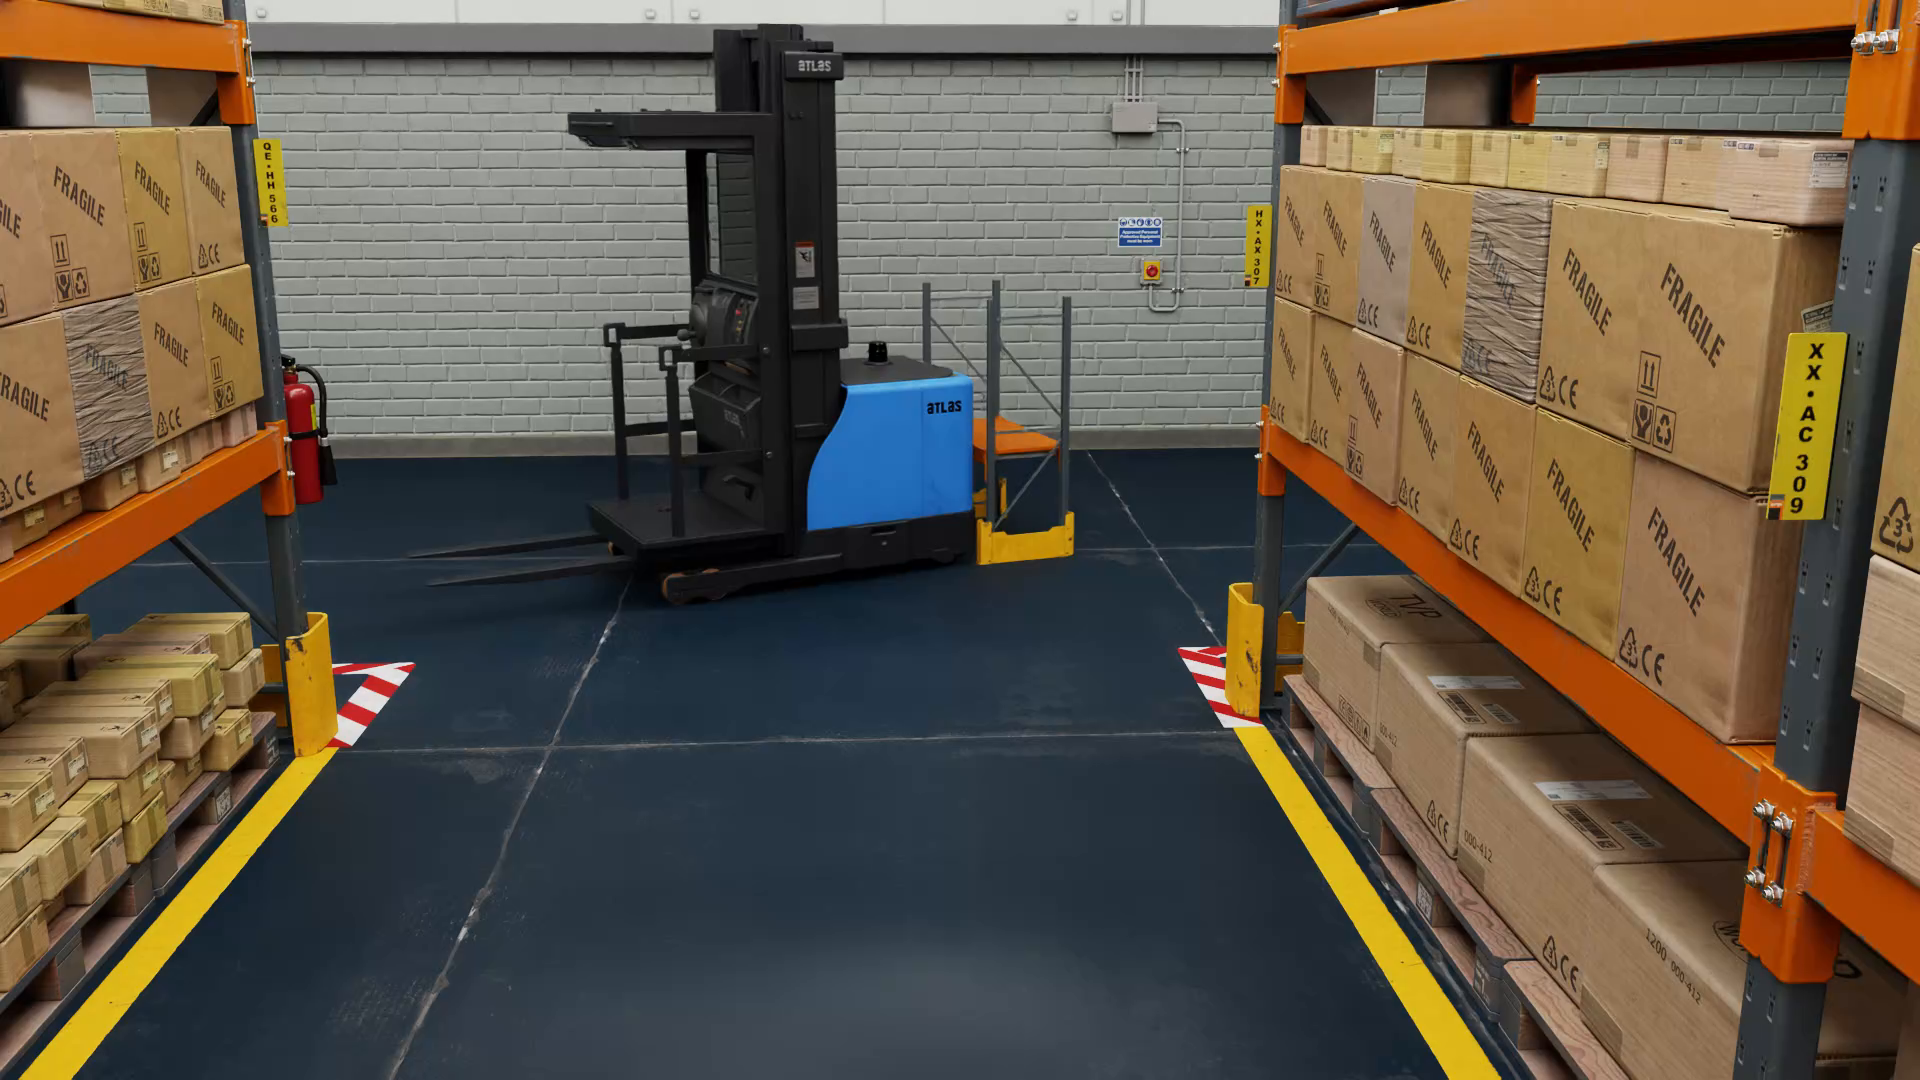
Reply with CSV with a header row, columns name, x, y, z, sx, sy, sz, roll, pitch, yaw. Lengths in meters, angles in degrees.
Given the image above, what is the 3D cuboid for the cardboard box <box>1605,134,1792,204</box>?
name,x,y,z,sx,sy,sz,roll,pitch,yaw
cardboard box,1.726,-0.855,3.822,0.380,0.149,0.250,-1,14,-4

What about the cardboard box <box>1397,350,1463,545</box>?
name,x,y,z,sx,sy,sz,roll,pitch,yaw
cardboard box,1.626,-0.288,4.924,0.500,0.500,0.500,0,14,-2

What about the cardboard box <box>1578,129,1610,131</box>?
name,x,y,z,sx,sy,sz,roll,pitch,yaw
cardboard box,2.118,-1.184,5.098,0.380,0.149,0.250,-1,14,-2

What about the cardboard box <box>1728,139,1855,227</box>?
name,x,y,z,sx,sy,sz,roll,pitch,yaw
cardboard box,1.673,-0.663,3.076,0.380,0.149,0.250,-1,14,-5

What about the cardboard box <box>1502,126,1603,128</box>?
name,x,y,z,sx,sy,sz,roll,pitch,yaw
cardboard box,2.124,-1.375,5.840,0.380,0.149,0.250,-1,14,-4

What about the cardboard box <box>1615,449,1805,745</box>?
name,x,y,z,sx,sy,sz,roll,pitch,yaw
cardboard box,1.726,0.095,3.435,0.500,0.500,0.500,-1,14,-3

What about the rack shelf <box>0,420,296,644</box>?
name,x,y,z,sx,sy,sz,roll,pitch,yaw
rack shelf,-3.048,0.208,4.643,1.077,0.370,4.000,-1,14,-3

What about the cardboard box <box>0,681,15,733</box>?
name,x,y,z,sx,sy,sz,roll,pitch,yaw
cardboard box,-3.356,0.578,5.443,0.380,0.149,0.250,-2,15,-6

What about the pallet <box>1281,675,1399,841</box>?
name,x,y,z,sx,sy,sz,roll,pitch,yaw
pallet,1.890,0.809,6.461,1.003,0.211,1.213,-1,14,-3

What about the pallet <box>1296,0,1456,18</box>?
name,x,y,z,sx,sy,sz,roll,pitch,yaw
pallet,1.819,-1.965,5.802,1.003,0.211,1.213,-1,14,-3

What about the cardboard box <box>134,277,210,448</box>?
name,x,y,z,sx,sy,sz,roll,pitch,yaw
cardboard box,-2.861,-0.595,5.520,0.500,0.500,0.500,-1,14,-4

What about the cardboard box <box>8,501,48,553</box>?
name,x,y,z,sx,sy,sz,roll,pitch,yaw
cardboard box,-2.845,-0.052,4.714,0.380,0.149,0.250,-1,14,-2

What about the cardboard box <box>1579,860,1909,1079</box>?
name,x,y,z,sx,sy,sz,roll,pitch,yaw
cardboard box,2.078,1.135,3.895,0.875,0.438,0.875,-1,14,-4

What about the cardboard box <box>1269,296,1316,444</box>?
name,x,y,z,sx,sy,sz,roll,pitch,yaw
cardboard box,1.505,-0.664,6.388,0.500,0.500,0.500,-1,14,-4

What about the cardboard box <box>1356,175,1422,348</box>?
name,x,y,z,sx,sy,sz,roll,pitch,yaw
cardboard box,1.586,-0.892,5.267,0.500,0.500,0.500,-1,14,-4

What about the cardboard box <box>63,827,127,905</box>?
name,x,y,z,sx,sy,sz,roll,pitch,yaw
cardboard box,-2.780,0.988,5.044,0.380,0.149,0.250,-1,14,-2

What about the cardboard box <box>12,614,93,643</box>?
name,x,y,z,sx,sy,sz,roll,pitch,yaw
cardboard box,-3.479,0.387,6.188,0.380,0.149,0.250,-2,15,-6

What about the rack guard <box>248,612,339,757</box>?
name,x,y,z,sx,sy,sz,roll,pitch,yaw
rack guard,-3.167,0.591,6.725,1.175,0.500,0.348,-1,14,-3

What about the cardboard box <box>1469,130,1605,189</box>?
name,x,y,z,sx,sy,sz,roll,pitch,yaw
cardboard box,1.627,-1.043,4.552,0.380,0.149,0.250,-1,14,-3

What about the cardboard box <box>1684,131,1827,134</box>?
name,x,y,z,sx,sy,sz,roll,pitch,yaw
cardboard box,2.120,-0.991,4.349,0.380,0.149,0.250,-1,14,-4

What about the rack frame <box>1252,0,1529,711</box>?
name,x,y,z,sx,sy,sz,roll,pitch,yaw
rack frame,1.762,-0.740,6.881,1.000,3.000,0.127,-1,14,-3

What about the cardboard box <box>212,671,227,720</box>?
name,x,y,z,sx,sy,sz,roll,pitch,yaw
cardboard box,-2.892,0.588,6.003,0.380,0.149,0.250,-1,14,-5

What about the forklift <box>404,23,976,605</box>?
name,x,y,z,sx,sy,sz,roll,pitch,yaw
forklift,-1.459,-1.229,8.920,3.031,2.935,1.130,-7,16,-27

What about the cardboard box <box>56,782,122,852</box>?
name,x,y,z,sx,sy,sz,roll,pitch,yaw
cardboard box,-2.778,0.844,5.008,0.380,0.149,0.250,0,14,-1

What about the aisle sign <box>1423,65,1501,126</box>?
name,x,y,z,sx,sy,sz,roll,pitch,yaw
aisle sign,2.067,-2.021,6.645,0.394,0.787,0.004,-1,14,-3

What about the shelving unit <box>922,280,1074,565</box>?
name,x,y,z,sx,sy,sz,roll,pitch,yaw
shelving unit,0.195,-0.734,9.869,0.587,1.500,1.083,-6,15,-21

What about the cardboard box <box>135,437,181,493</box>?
name,x,y,z,sx,sy,sz,roll,pitch,yaw
cardboard box,-2.822,-0.252,5.490,0.380,0.149,0.250,0,14,-2

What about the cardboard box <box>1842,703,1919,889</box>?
name,x,y,z,sx,sy,sz,roll,pitch,yaw
cardboard box,1.774,0.441,2.592,0.500,0.250,0.500,-1,14,-5

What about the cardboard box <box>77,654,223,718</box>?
name,x,y,z,sx,sy,sz,roll,pitch,yaw
cardboard box,-2.785,0.505,5.730,0.380,0.149,0.250,-1,14,-5

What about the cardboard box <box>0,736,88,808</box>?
name,x,y,z,sx,sy,sz,roll,pitch,yaw
cardboard box,-2.855,0.703,4.958,0.380,0.149,0.250,-1,14,-5

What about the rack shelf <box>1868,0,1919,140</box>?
name,x,y,z,sx,sy,sz,roll,pitch,yaw
rack shelf,2.134,-0.352,0.797,1.077,0.370,4.000,-1,14,-3

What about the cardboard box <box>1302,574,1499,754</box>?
name,x,y,z,sx,sy,sz,roll,pitch,yaw
cardboard box,1.903,0.460,6.516,0.875,0.438,0.875,-1,14,-5

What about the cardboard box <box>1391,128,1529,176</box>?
name,x,y,z,sx,sy,sz,roll,pitch,yaw
cardboard box,1.600,-1.234,5.292,0.380,0.149,0.250,-1,14,-3

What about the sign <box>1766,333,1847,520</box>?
name,x,y,z,sx,sy,sz,roll,pitch,yaw
sign,1.456,-0.193,2.862,0.100,0.325,0.005,-1,14,-3

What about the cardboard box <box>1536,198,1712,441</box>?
name,x,y,z,sx,sy,sz,roll,pitch,yaw
cardboard box,1.682,-0.517,3.808,0.500,0.500,0.500,-1,14,-4

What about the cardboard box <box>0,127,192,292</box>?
name,x,y,z,sx,sy,sz,roll,pitch,yaw
cardboard box,-2.864,-1.079,5.395,0.500,0.500,0.500,-1,14,-5

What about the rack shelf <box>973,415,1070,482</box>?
name,x,y,z,sx,sy,sz,roll,pitch,yaw
rack shelf,0.198,-0.558,9.906,0.538,0.185,1.000,-6,15,-21

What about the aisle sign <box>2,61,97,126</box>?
name,x,y,z,sx,sy,sz,roll,pitch,yaw
aisle sign,-3.476,-1.911,6.215,0.394,0.787,0.004,-1,14,-3

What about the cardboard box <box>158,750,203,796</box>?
name,x,y,z,sx,sy,sz,roll,pitch,yaw
cardboard box,-2.884,0.796,5.790,0.380,0.149,0.250,-1,14,-4

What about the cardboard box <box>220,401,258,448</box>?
name,x,y,z,sx,sy,sz,roll,pitch,yaw
cardboard box,-2.870,-0.440,6.220,0.380,0.149,0.250,-1,14,-3

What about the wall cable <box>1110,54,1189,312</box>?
name,x,y,z,sx,sy,sz,roll,pitch,yaw
wall cable,1.390,-2.649,12.200,0.585,1.953,0.123,-1,14,-3

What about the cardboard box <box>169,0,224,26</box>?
name,x,y,z,sx,sy,sz,roll,pitch,yaw
cardboard box,-2.880,-1.909,5.708,0.500,0.250,0.500,-1,14,-5
